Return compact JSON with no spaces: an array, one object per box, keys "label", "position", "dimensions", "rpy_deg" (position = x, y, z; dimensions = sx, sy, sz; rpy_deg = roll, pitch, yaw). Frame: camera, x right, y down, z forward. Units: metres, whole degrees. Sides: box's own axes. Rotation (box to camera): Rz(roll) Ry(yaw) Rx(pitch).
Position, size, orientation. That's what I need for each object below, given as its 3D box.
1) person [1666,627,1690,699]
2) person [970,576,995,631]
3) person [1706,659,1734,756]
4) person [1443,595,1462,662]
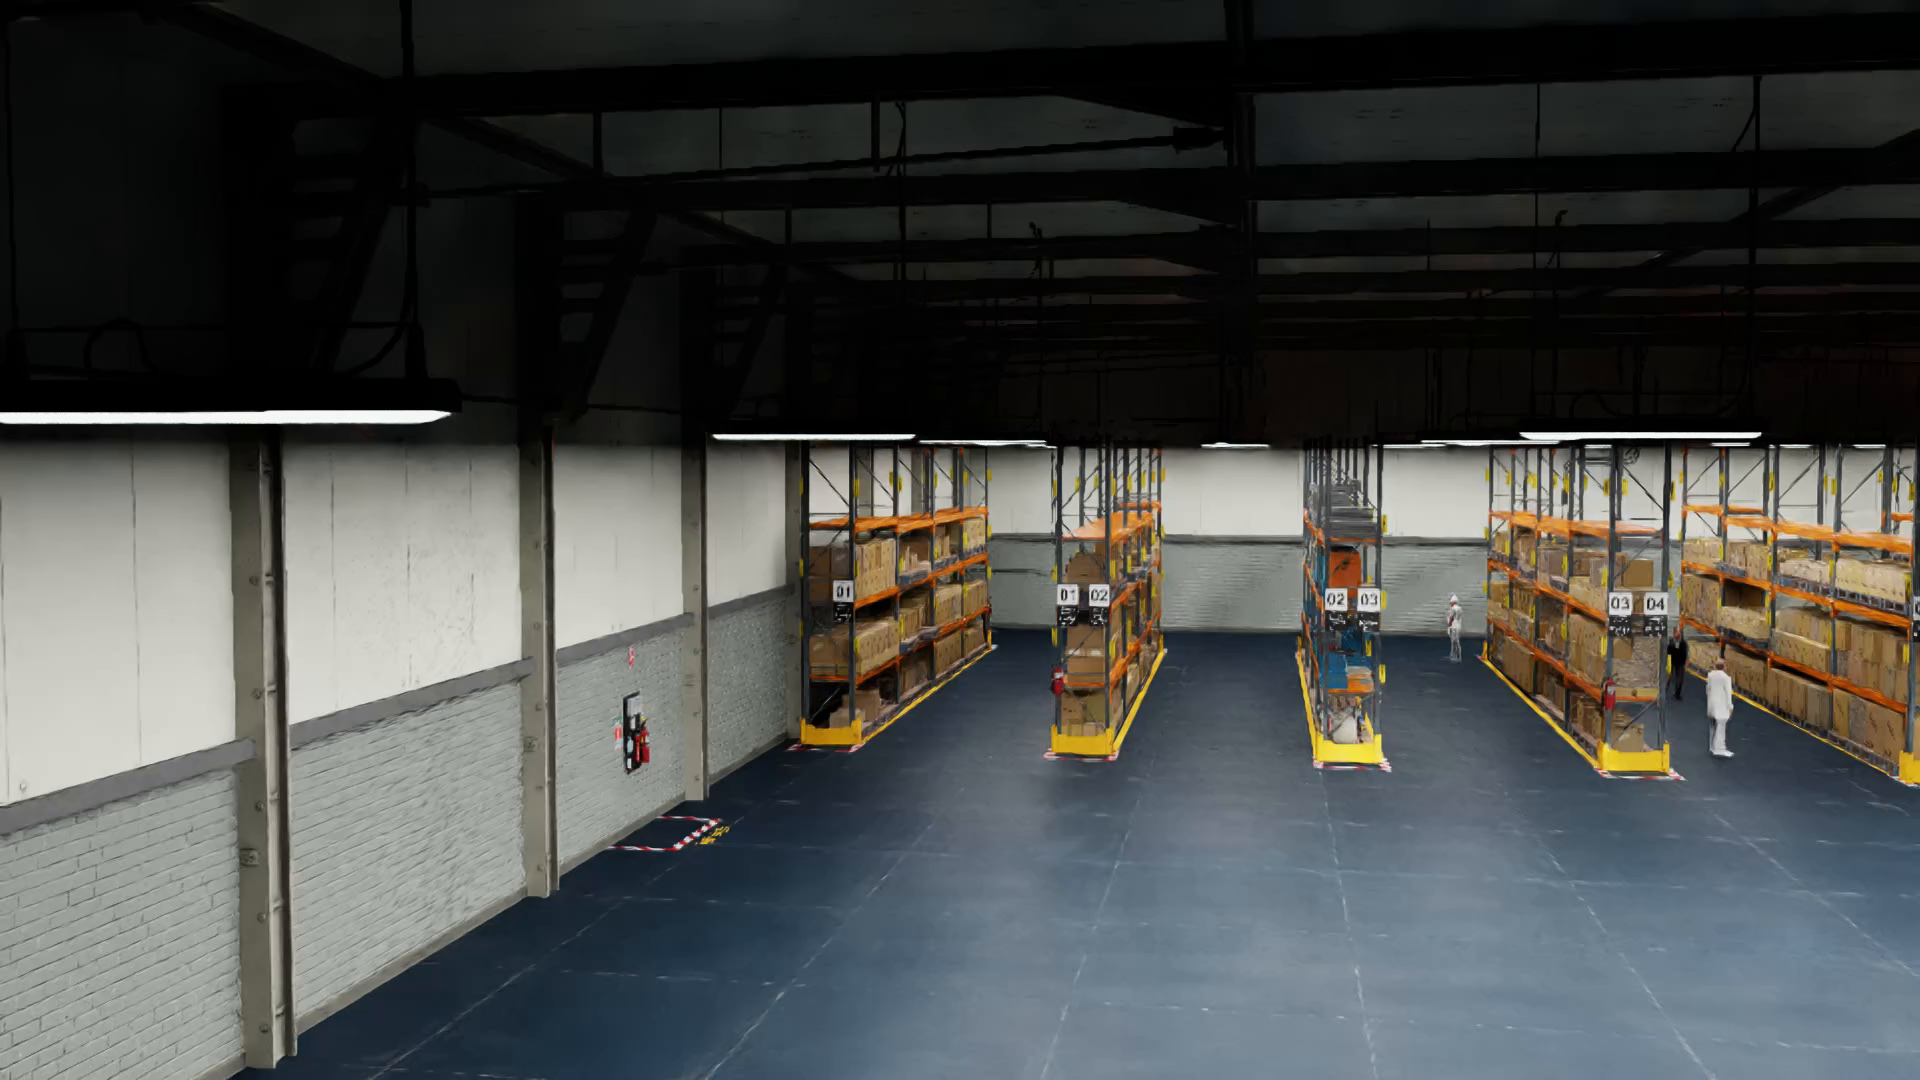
[{"label":"person","position":[16.444,2.825,38.274],"dimensions":[0.677,1.671,0.534],"rpy_deg":[0,3,8]},{"label":"person","position":[0.628,2.013,52.023],"dimensions":[0.787,1.765,0.640],"rpy_deg":[-2,4,-32]},{"label":"person","position":[14.324,3.121,31.280],"dimensions":[0.522,1.787,0.654],"rpy_deg":[-1,3,-17]},{"label":"person","position":[13.374,2.380,45.099],"dimensions":[0.589,1.782,0.676],"rpy_deg":[2,4,32]}]
